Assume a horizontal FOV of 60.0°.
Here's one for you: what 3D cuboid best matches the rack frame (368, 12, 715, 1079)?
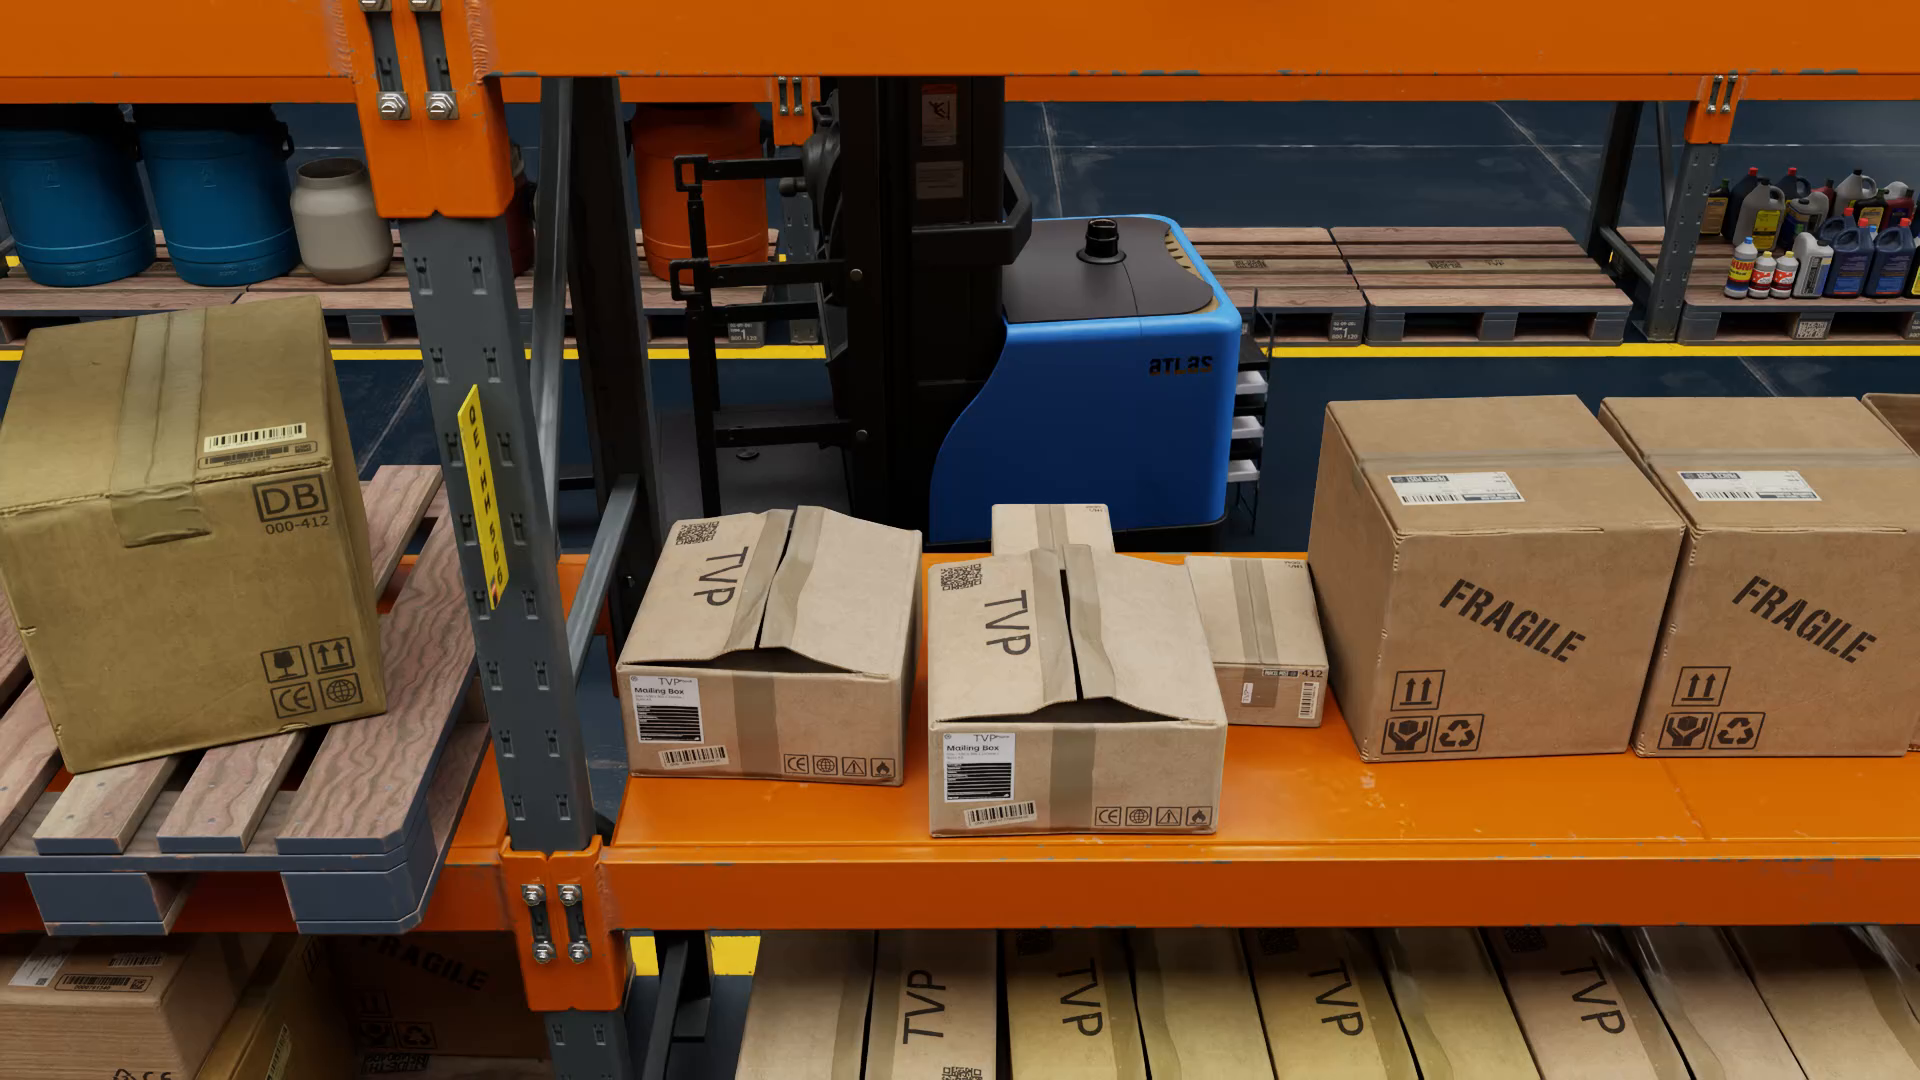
[{"bbox_3d":[-0.703,0.120,3.161,0.127,3.000,1.000,0,31,0],"label":"rack frame"}]

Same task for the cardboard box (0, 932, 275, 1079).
[{"bbox_3d":[-1.693,0.807,3.291,0.500,0.250,0.500,1,31,2],"label":"cardboard box"}]

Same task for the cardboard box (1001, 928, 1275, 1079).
[{"bbox_3d":[0.348,1.021,3.381,0.500,0.311,0.500,-1,31,-2],"label":"cardboard box"}]

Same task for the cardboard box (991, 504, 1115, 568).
[{"bbox_3d":[0.195,0.081,3.467,0.250,0.149,0.380,0,31,0],"label":"cardboard box"}]

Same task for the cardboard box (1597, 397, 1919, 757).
[{"bbox_3d":[1.501,0.062,3.160,0.500,0.500,0.500,0,31,0],"label":"cardboard box"}]

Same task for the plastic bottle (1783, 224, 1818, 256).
[{"bbox_3d":[3.914,-1.333,7.750,0.133,0.283,0.061,0,31,0],"label":"plastic bottle"}]

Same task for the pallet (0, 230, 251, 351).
[{"bbox_3d":[-3.957,-1.226,8.067,1.213,0.211,1.003,0,31,0],"label":"pallet"}]

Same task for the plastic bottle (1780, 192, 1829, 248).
[{"bbox_3d":[4.131,-1.561,8.133,0.135,0.276,0.152,0,31,0],"label":"plastic bottle"}]

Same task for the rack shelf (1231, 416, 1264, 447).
[{"bbox_3d":[0.990,-0.430,6.153,0.200,0.077,0.258,-4,32,-6],"label":"rack shelf"}]

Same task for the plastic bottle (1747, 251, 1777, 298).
[{"bbox_3d":[3.694,-1.228,7.655,0.097,0.201,0.097,0,31,0],"label":"plastic bottle"}]

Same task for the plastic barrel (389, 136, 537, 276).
[{"bbox_3d":[-2.348,-1.584,7.889,0.708,0.588,0.600,0,31,0],"label":"plastic barrel"}]

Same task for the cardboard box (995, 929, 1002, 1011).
[{"bbox_3d":[0.337,0.984,3.982,0.500,0.250,0.500,-1,31,-1],"label":"cardboard box"}]

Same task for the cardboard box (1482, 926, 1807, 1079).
[{"bbox_3d":[1.372,1.018,3.385,0.500,0.311,0.500,-1,31,-1],"label":"cardboard box"}]

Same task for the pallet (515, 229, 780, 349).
[{"bbox_3d":[-1.517,-1.233,8.079,1.213,0.211,1.003,0,31,0],"label":"pallet"}]

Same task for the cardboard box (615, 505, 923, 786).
[{"bbox_3d":[-0.339,0.179,3.148,0.500,0.311,0.500,2,31,3],"label":"cardboard box"}]

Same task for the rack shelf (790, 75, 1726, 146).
[{"bbox_3d":[1.271,-2.148,7.592,4.000,0.370,1.077,0,31,0],"label":"rack shelf"}]

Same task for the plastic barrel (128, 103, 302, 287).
[{"bbox_3d":[-3.477,-1.714,7.802,0.708,0.901,0.600,0,31,0],"label":"plastic barrel"}]

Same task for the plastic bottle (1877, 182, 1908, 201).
[{"bbox_3d":[4.590,-1.637,8.258,0.135,0.276,0.152,0,31,1],"label":"plastic bottle"}]

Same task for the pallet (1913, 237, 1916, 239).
[{"bbox_3d":[5.166,-1.256,8.116,1.213,0.211,1.003,0,31,0],"label":"pallet"}]

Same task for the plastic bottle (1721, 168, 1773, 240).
[{"bbox_3d":[3.913,-1.669,8.239,0.185,0.351,0.144,-1,31,-2],"label":"plastic bottle"}]

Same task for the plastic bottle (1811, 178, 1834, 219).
[{"bbox_3d":[4.268,-1.663,8.294,0.133,0.283,0.061,2,31,3],"label":"plastic bottle"}]

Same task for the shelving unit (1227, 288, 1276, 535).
[{"bbox_3d":[0.989,-0.458,6.136,0.210,0.900,0.258,-4,32,-6],"label":"shelving unit"}]

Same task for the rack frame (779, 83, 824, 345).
[{"bbox_3d":[-0.729,-2.449,7.395,0.127,3.000,1.000,0,31,0],"label":"rack frame"}]

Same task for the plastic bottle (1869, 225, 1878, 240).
[{"bbox_3d":[4.225,-1.334,7.763,0.097,0.271,0.097,0,31,0],"label":"plastic bottle"}]

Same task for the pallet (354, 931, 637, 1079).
[{"bbox_3d":[-1.450,1.295,3.913,1.213,0.211,1.003,0,31,0],"label":"pallet"}]

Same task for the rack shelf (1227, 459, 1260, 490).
[{"bbox_3d":[0.991,-0.276,6.247,0.200,0.077,0.258,-4,32,-6],"label":"rack shelf"}]

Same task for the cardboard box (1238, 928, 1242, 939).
[{"bbox_3d":[0.844,0.742,3.841,0.500,0.311,0.500,0,31,-1],"label":"cardboard box"}]

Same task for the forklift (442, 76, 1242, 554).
[{"bbox_3d":[-0.620,-1.210,5.419,3.031,2.935,1.130,-4,31,-7],"label":"forklift"}]

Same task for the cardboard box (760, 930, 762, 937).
[{"bbox_3d":[-0.181,0.747,3.833,0.500,0.311,0.500,1,31,1],"label":"cardboard box"}]

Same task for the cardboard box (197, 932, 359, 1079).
[{"bbox_3d":[-1.637,1.125,3.489,0.500,0.500,0.500,1,31,2],"label":"cardboard box"}]

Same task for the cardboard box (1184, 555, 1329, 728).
[{"bbox_3d":[0.572,0.194,3.281,0.250,0.149,0.380,2,31,3],"label":"cardboard box"}]

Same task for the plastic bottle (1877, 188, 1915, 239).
[{"bbox_3d":[4.592,-1.585,8.165,0.133,0.283,0.061,0,31,0],"label":"plastic bottle"}]

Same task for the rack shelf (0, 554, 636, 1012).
[{"bbox_3d":[-2.703,0.434,3.337,4.000,0.370,1.077,0,31,0],"label":"rack shelf"}]

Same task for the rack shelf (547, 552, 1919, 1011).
[{"bbox_3d":[1.297,0.421,3.358,4.000,0.370,1.077,0,31,0],"label":"rack shelf"}]

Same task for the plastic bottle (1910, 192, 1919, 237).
[{"bbox_3d":[4.810,-1.650,8.284,0.097,0.271,0.097,0,31,0],"label":"plastic bottle"}]

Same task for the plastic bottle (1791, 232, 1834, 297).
[{"bbox_3d":[3.915,-1.274,7.660,0.135,0.276,0.152,1,31,2],"label":"plastic bottle"}]

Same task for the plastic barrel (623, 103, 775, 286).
[{"bbox_3d":[-1.218,-1.691,7.832,0.708,0.830,0.600,0,31,0],"label":"plastic barrel"}]

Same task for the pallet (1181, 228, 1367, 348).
[{"bbox_3d":[1.263,-1.242,8.093,1.213,0.211,1.003,0,31,0],"label":"pallet"}]

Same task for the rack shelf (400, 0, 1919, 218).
[{"bbox_3d":[1.297,-0.861,2.580,4.000,0.370,1.077,0,31,0],"label":"rack shelf"}]

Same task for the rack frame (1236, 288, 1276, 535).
[{"bbox_3d":[1.090,-0.466,6.147,0.006,0.900,0.240,-4,32,-6],"label":"rack frame"}]

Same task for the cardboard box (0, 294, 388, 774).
[{"bbox_3d":[-1.332,-0.042,2.926,0.500,0.500,0.700,-11,33,-17],"label":"cardboard box"}]

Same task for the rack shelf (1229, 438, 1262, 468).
[{"bbox_3d":[0.991,-0.353,6.200,0.200,0.077,0.258,-4,32,-6],"label":"rack shelf"}]

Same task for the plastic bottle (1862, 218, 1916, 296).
[{"bbox_3d":[4.269,-1.305,7.639,0.185,0.351,0.144,-1,31,-2],"label":"plastic bottle"}]
